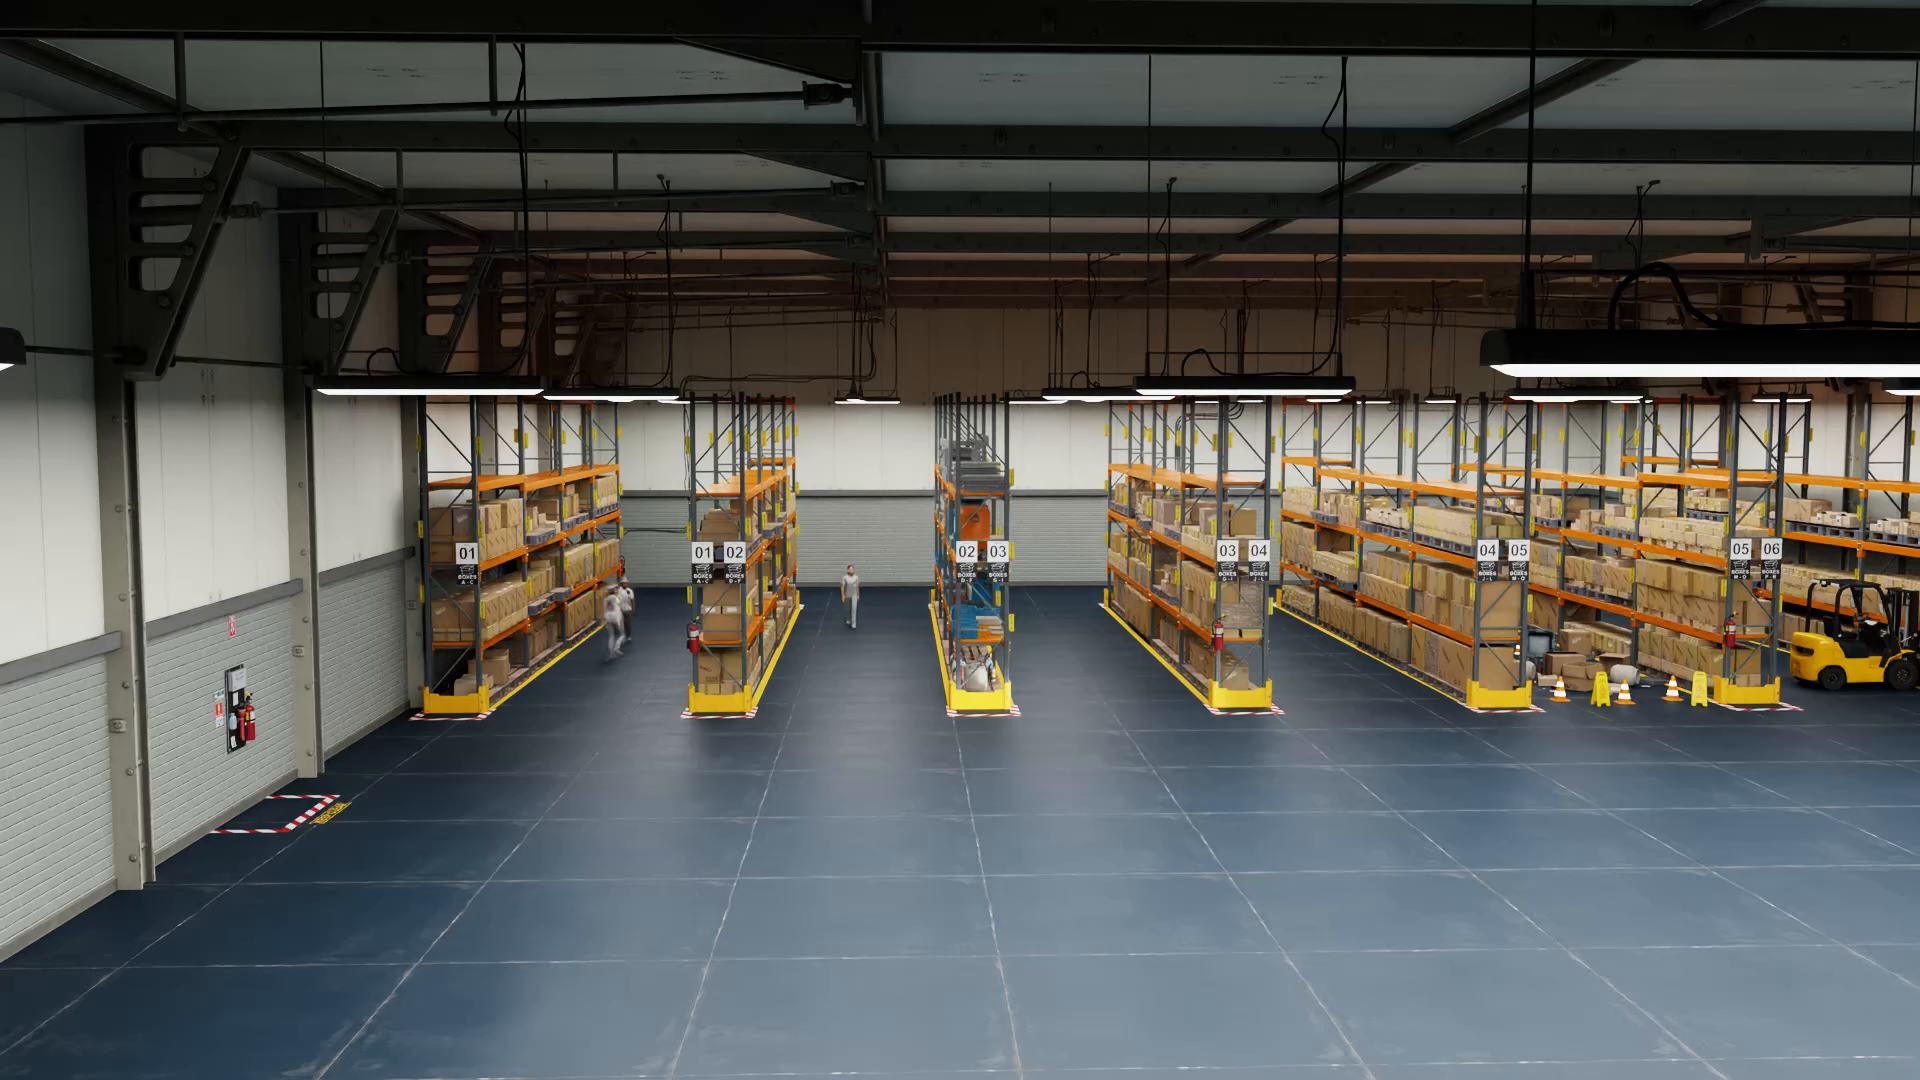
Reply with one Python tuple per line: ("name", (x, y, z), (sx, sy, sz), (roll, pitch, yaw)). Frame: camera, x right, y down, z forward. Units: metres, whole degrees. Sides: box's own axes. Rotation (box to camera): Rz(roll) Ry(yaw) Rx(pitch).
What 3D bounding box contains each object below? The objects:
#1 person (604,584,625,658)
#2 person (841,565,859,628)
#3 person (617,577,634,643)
("person", (-7.875, 1.845, 37.802), (0.517, 1.662, 0.464), (1, 5, 13))
("person", (-2.844, 1.454, 43.109), (0.468, 1.612, 1.082), (0, 5, -5))
("person", (-8.071, 1.663, 39.979), (0.466, 1.580, 0.830), (-1, 5, -11))
